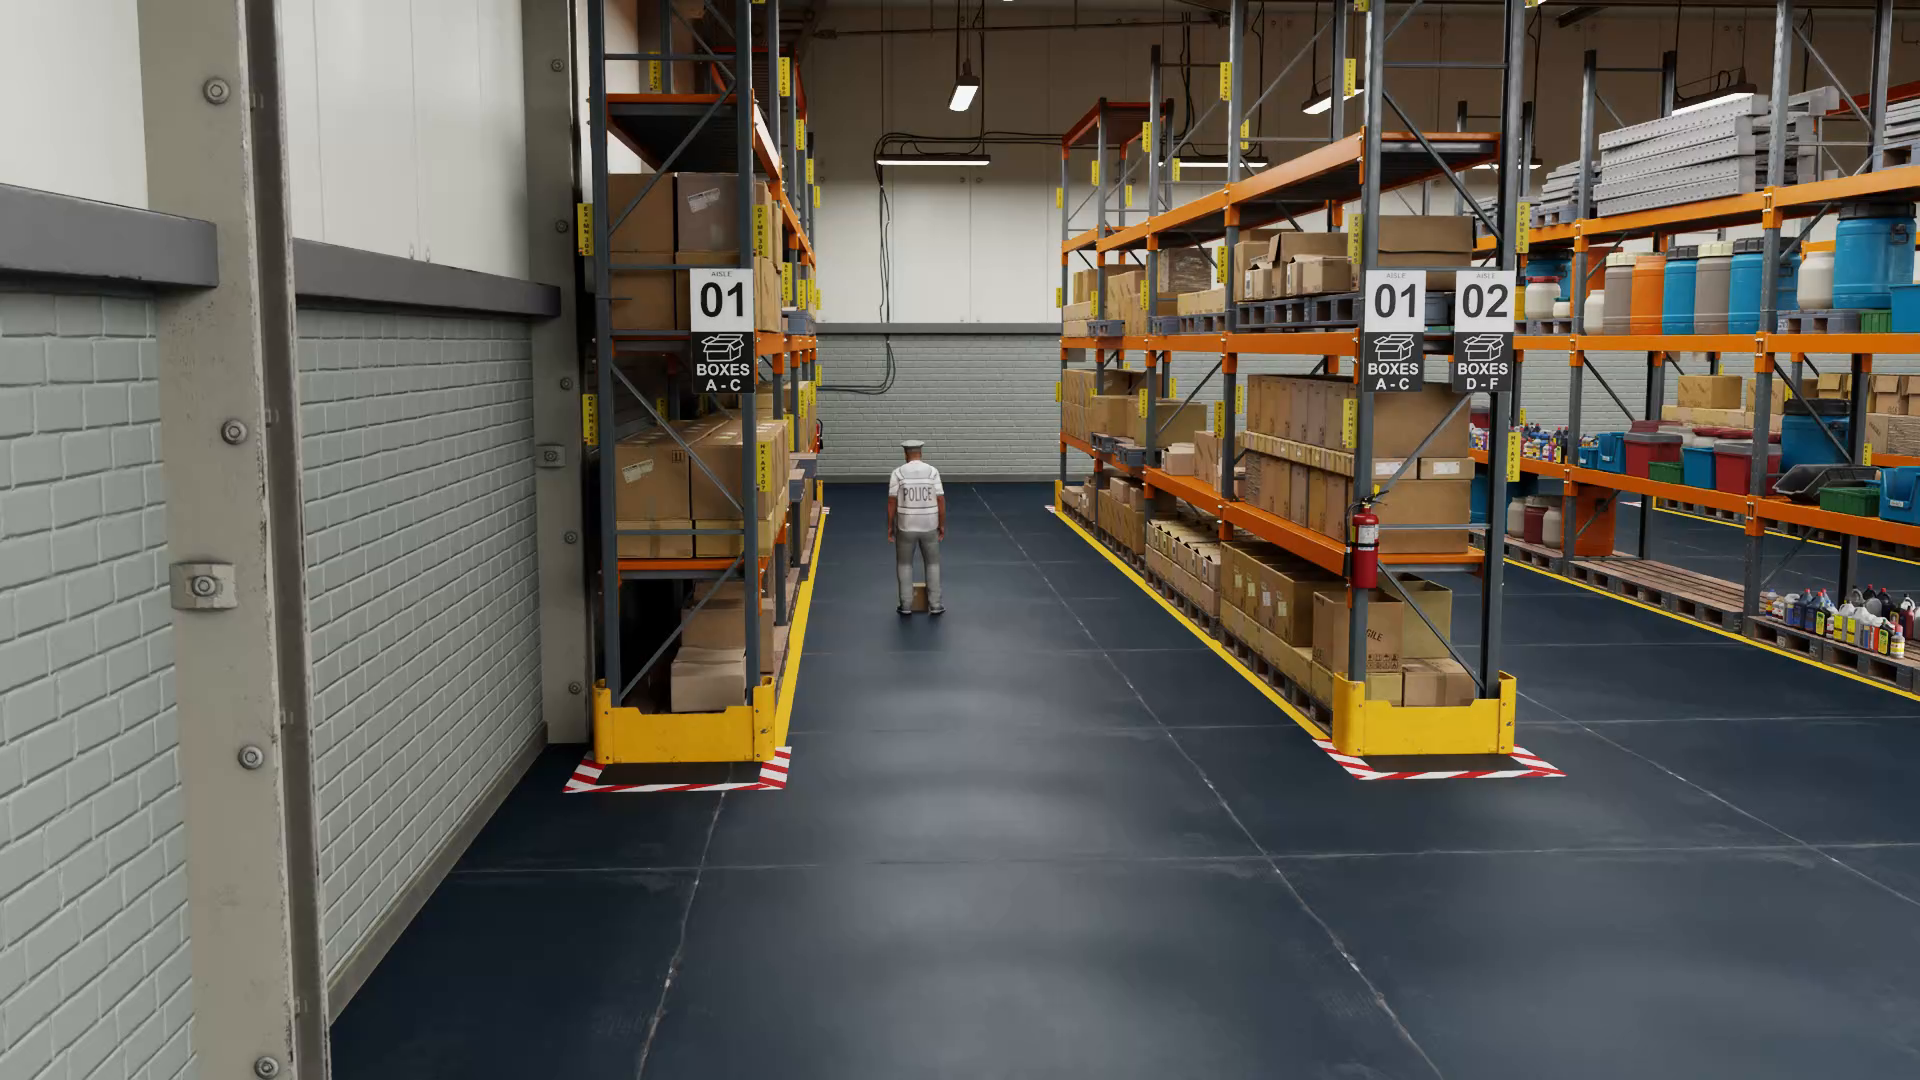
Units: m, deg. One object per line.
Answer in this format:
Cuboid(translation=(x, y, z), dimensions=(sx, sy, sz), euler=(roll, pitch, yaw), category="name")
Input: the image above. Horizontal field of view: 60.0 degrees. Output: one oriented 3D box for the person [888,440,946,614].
Cuboid(translation=(-0.431, -0.127, 16.774), dimensions=(0.592, 1.748, 0.435), euler=(-1, 7, -5), category="person")
